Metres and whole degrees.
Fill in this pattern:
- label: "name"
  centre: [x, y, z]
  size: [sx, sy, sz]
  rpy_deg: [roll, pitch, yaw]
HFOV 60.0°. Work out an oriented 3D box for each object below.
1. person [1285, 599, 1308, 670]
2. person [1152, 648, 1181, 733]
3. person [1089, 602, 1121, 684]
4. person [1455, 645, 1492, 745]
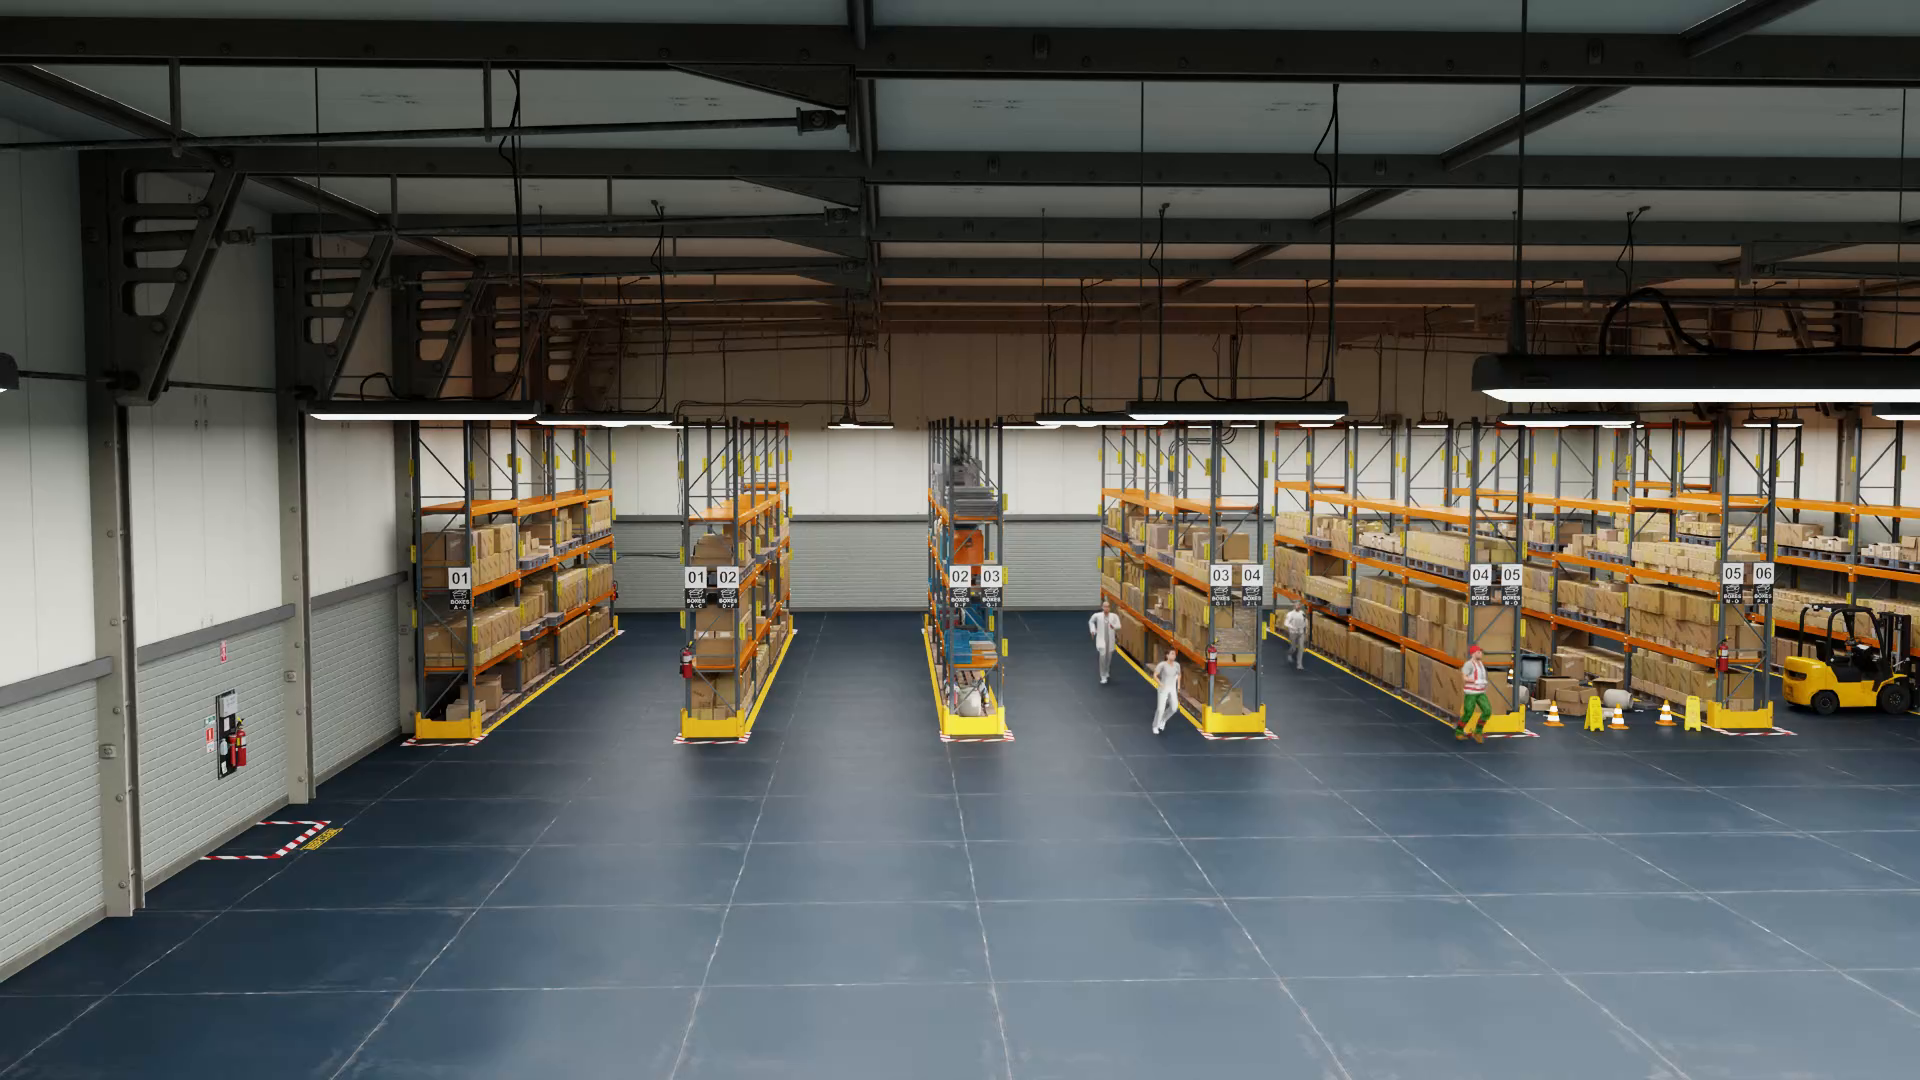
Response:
- label: "person"
  centre: [8.110, 2.256, 40.124]
  size: [0.562, 1.669, 0.890]
  rpy_deg: [-1, 4, -8]
- label: "person"
  centre: [3.969, 2.856, 31.574]
  size: [0.621, 1.616, 0.537]
  rpy_deg: [-1, 4, -16]
- label: "person"
  centre: [3.342, 2.334, 38.176]
  size: [0.677, 1.837, 0.903]
  rpy_deg: [0, 4, -7]
- label: "person"
  centre: [9.470, 2.837, 30.562]
  size: [0.678, 1.807, 0.658]
  rpy_deg: [-3, 5, -35]
